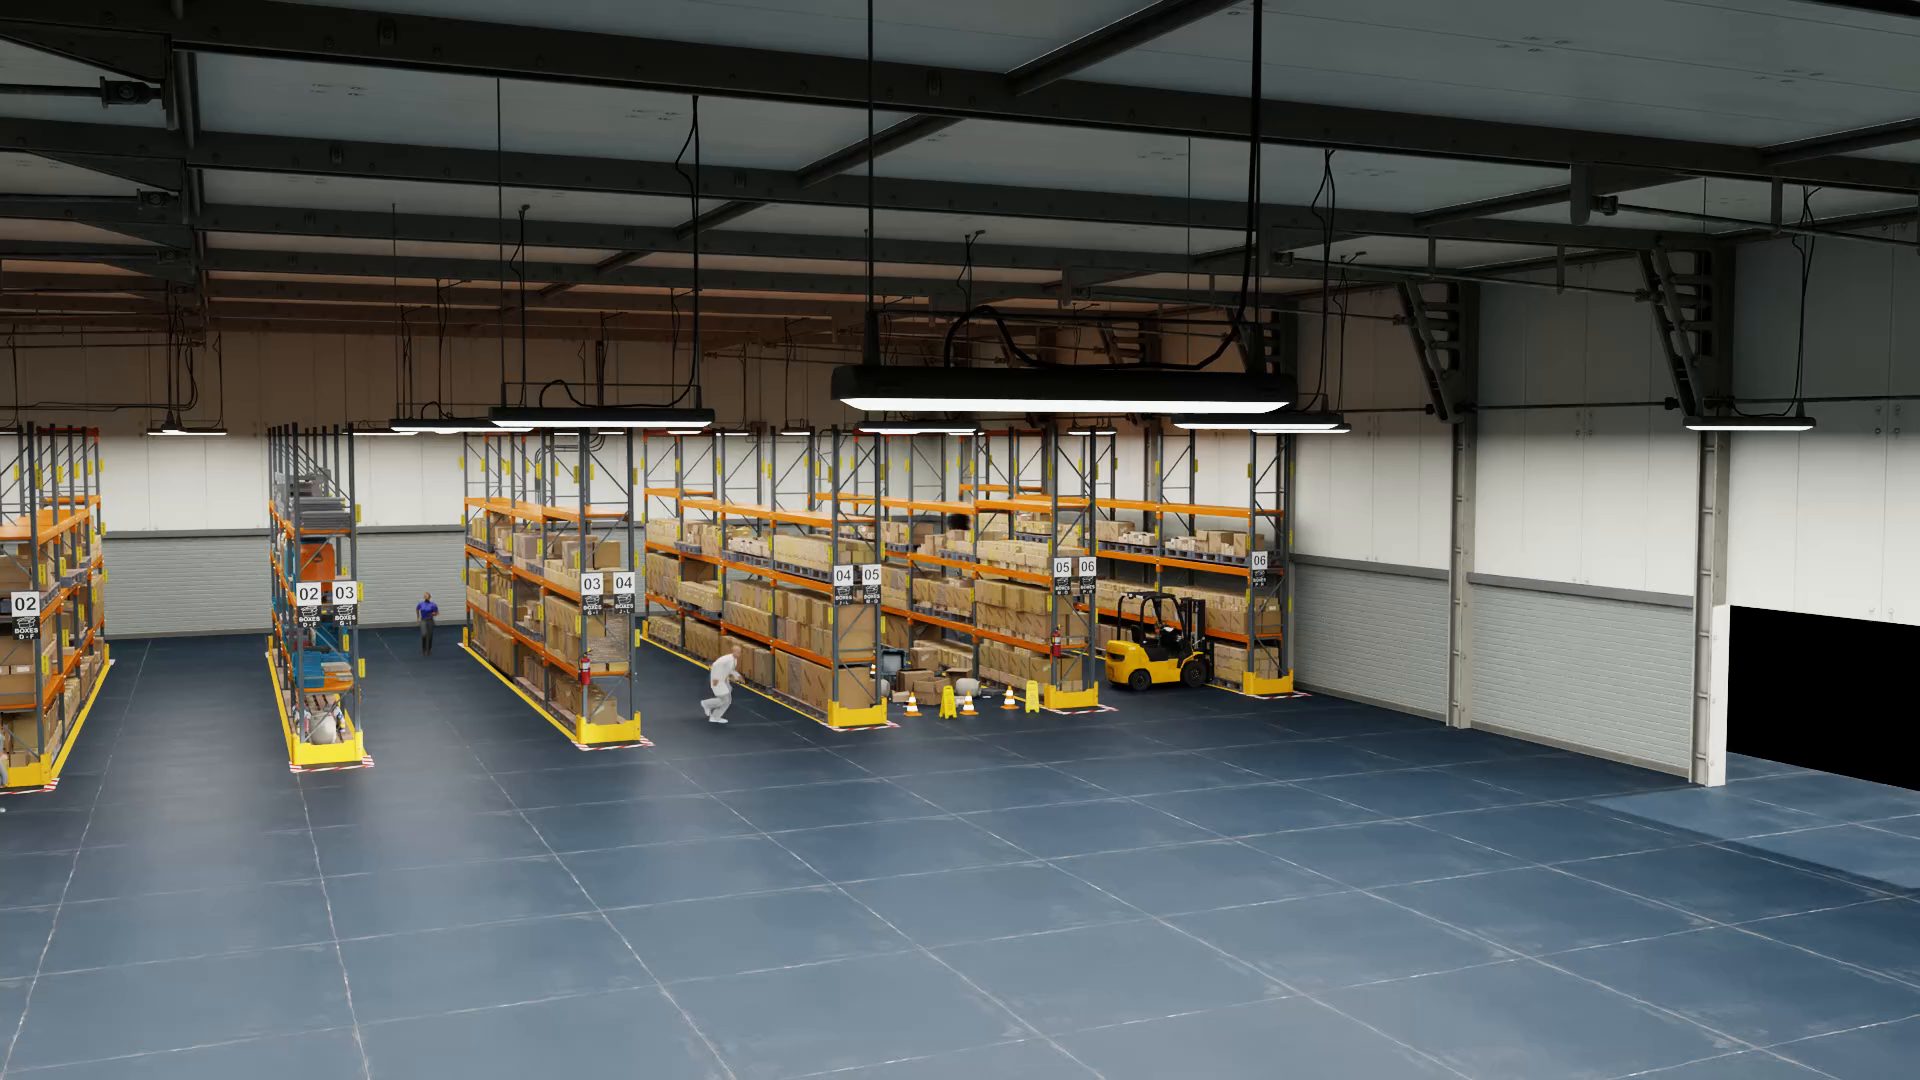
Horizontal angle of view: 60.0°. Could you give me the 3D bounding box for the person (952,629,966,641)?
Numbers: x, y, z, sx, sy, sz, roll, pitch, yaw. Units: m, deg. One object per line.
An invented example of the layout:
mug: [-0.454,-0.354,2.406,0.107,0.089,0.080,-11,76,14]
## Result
person: [-0.052,2.014,46.791,0.611,1.712,0.745,3,5,41]

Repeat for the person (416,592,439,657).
person: [-14.029,2.228,43.823,0.572,1.706,0.725,-1,4,-16]

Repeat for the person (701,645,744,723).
person: [-4.803,2.897,33.394,0.887,1.590,0.738,1,4,19]

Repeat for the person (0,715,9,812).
person: [-14.824,3.396,25.425,0.578,1.571,0.532,0,4,-6]
